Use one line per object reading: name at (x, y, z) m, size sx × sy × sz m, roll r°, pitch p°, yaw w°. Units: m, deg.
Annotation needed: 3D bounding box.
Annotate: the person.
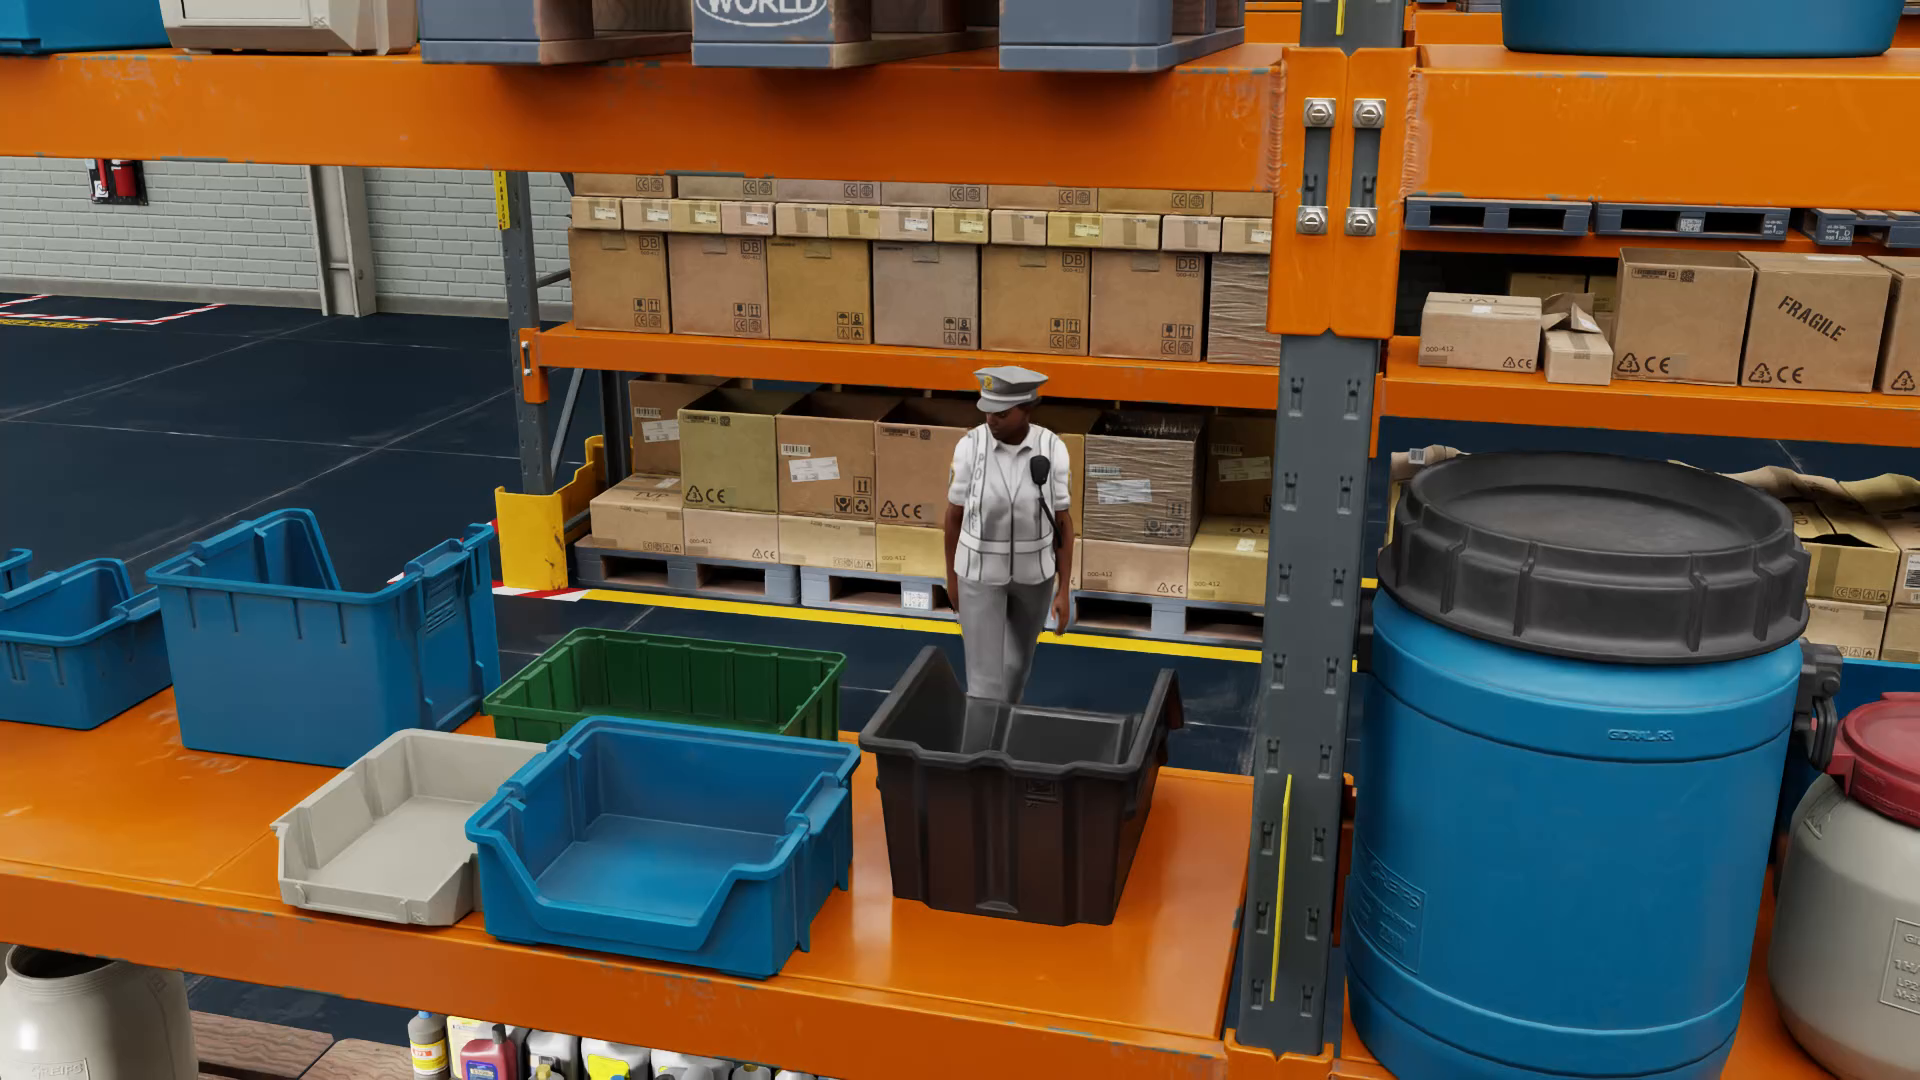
person at (0.181, 0.143, 6.101) m, size 0.457 × 1.605 × 0.951 m, roll -2°, pitch 19°, yaw -7°
